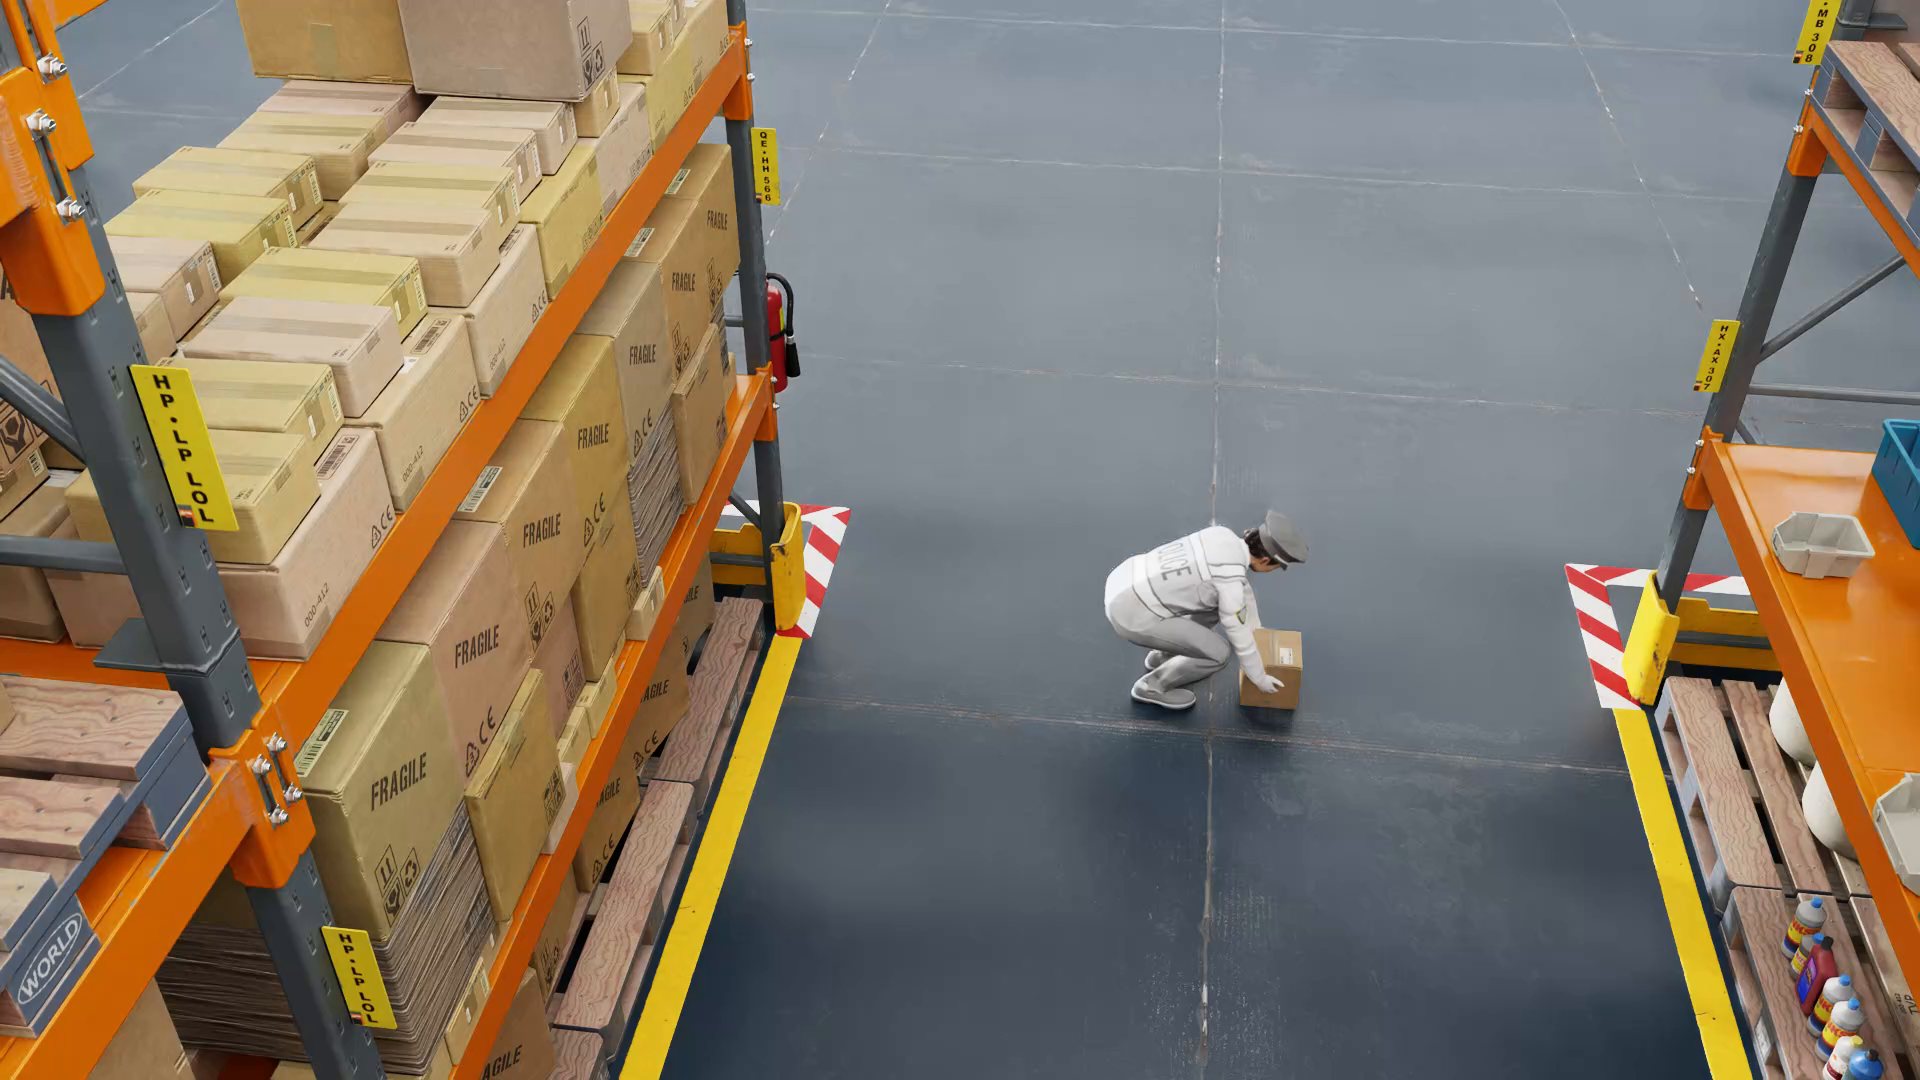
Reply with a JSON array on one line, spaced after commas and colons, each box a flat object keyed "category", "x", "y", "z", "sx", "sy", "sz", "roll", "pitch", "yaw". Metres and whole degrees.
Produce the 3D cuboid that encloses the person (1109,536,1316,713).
[{"category": "person", "x": 1.097, "y": 0.371, "z": 7.334, "sx": 0.882, "sy": 0.846, "sz": 0.471, "roll": 4, "pitch": 37, "yaw": 6}]
